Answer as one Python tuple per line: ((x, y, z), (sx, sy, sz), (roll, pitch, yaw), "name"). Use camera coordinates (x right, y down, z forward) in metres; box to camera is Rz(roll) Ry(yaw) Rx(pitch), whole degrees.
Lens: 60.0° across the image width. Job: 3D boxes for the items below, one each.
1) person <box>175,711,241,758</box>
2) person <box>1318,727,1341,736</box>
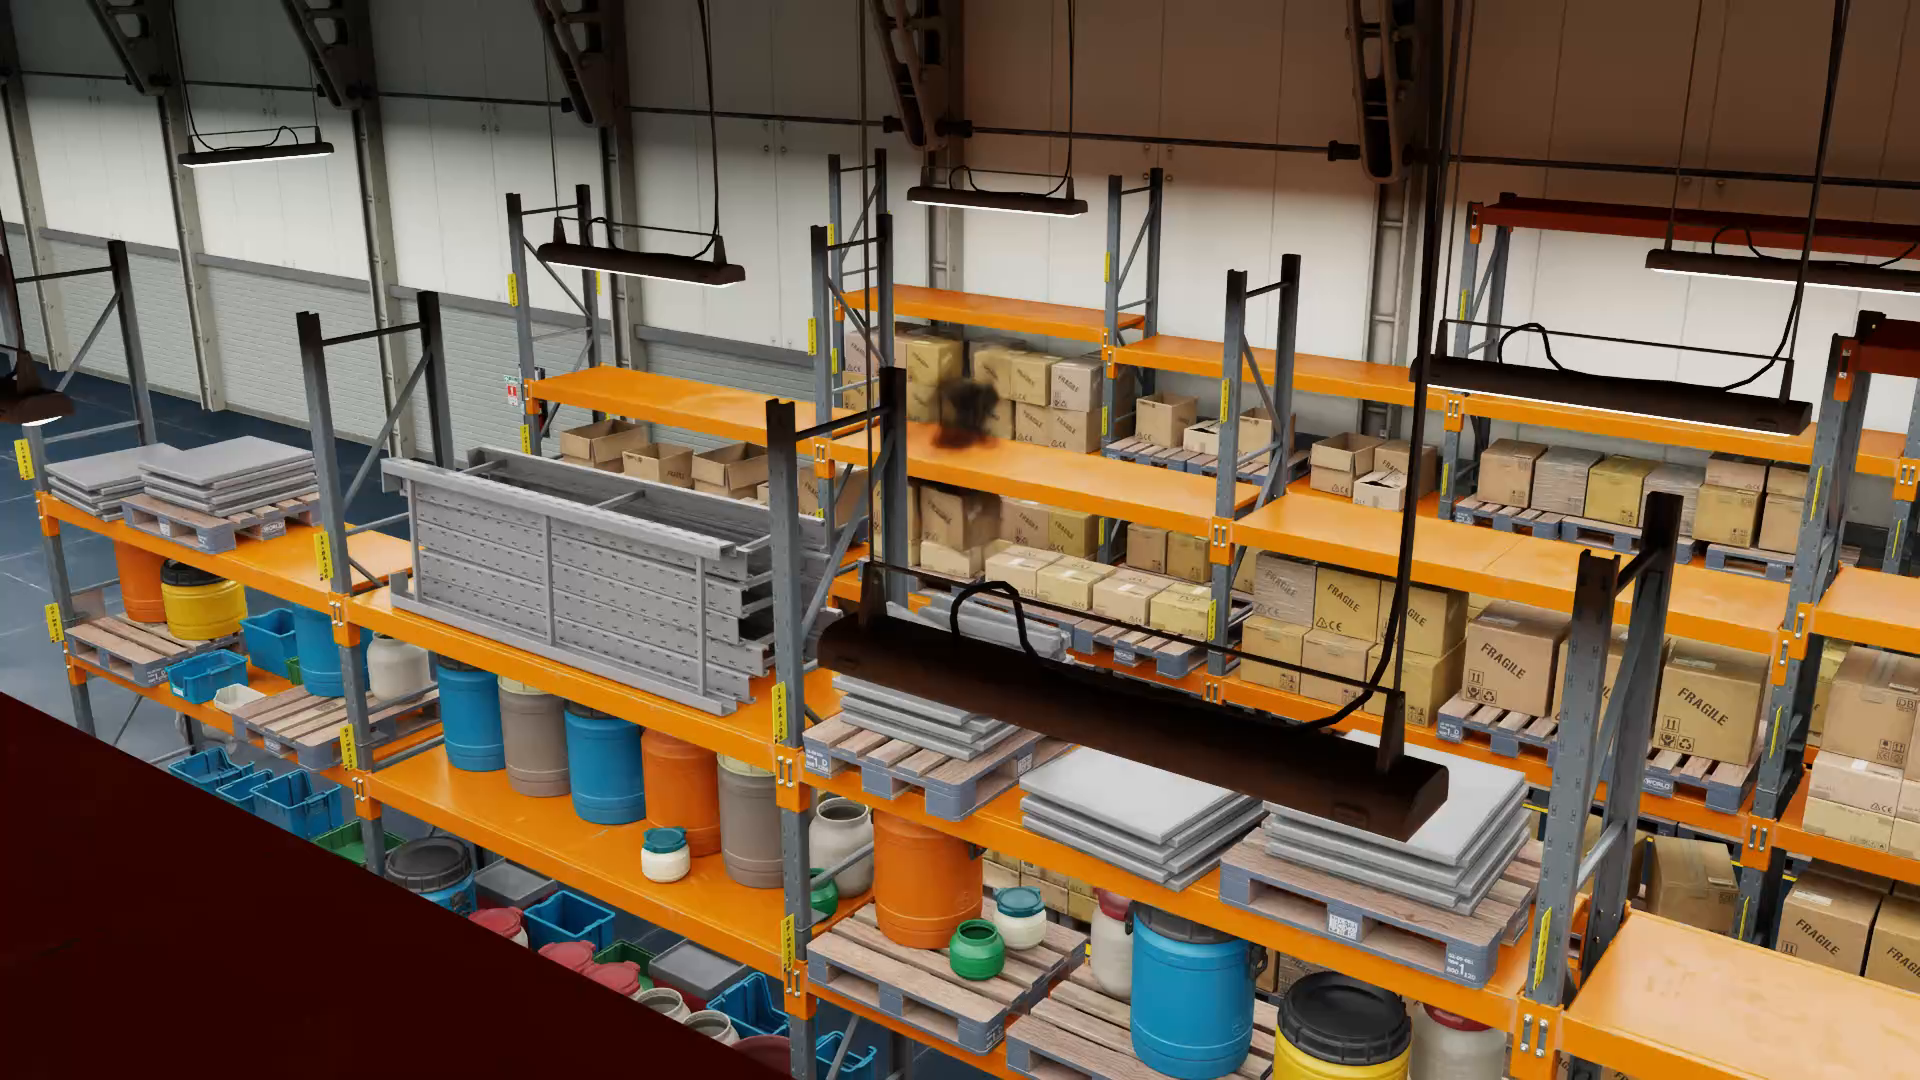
((-8.084, 1.580, 17.662), (0.687, 1.753, 0.670), (-10, 21, -28), "person")
((3.371, 2.303, 15.600), (0.562, 1.621, 0.577), (10, 21, 27), "person")
